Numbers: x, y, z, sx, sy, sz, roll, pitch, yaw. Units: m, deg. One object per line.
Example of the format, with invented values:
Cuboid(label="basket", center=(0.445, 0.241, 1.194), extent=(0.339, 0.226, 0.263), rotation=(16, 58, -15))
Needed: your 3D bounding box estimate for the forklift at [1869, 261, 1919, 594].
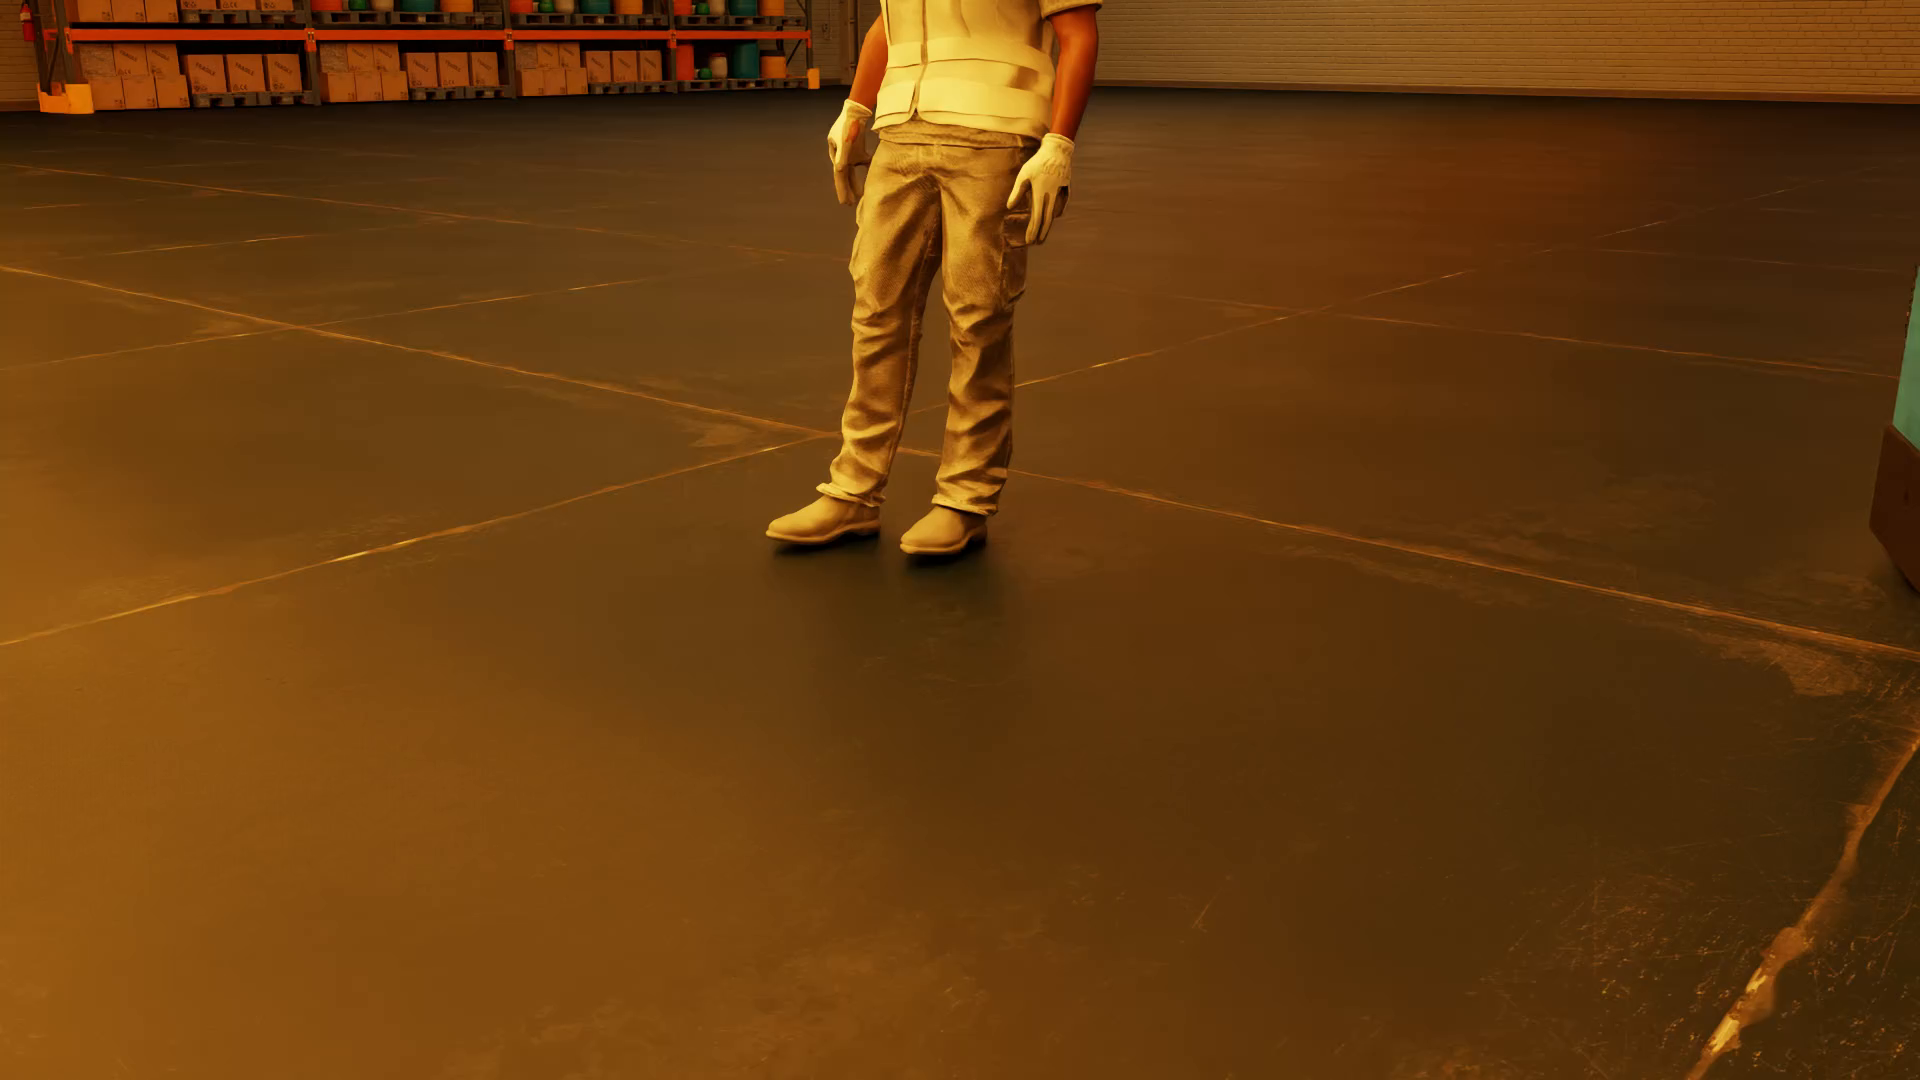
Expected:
Cuboid(label="forklift", center=(3.391, -1.113, 2.564), extent=(3.031, 2.935, 1.130), rotation=(5, 18, 16))

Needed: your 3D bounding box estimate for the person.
Cuboid(label="person", center=(-0.052, -0.845, 3.633), extent=(0.656, 1.781, 0.577), rotation=(13, 21, 37))
